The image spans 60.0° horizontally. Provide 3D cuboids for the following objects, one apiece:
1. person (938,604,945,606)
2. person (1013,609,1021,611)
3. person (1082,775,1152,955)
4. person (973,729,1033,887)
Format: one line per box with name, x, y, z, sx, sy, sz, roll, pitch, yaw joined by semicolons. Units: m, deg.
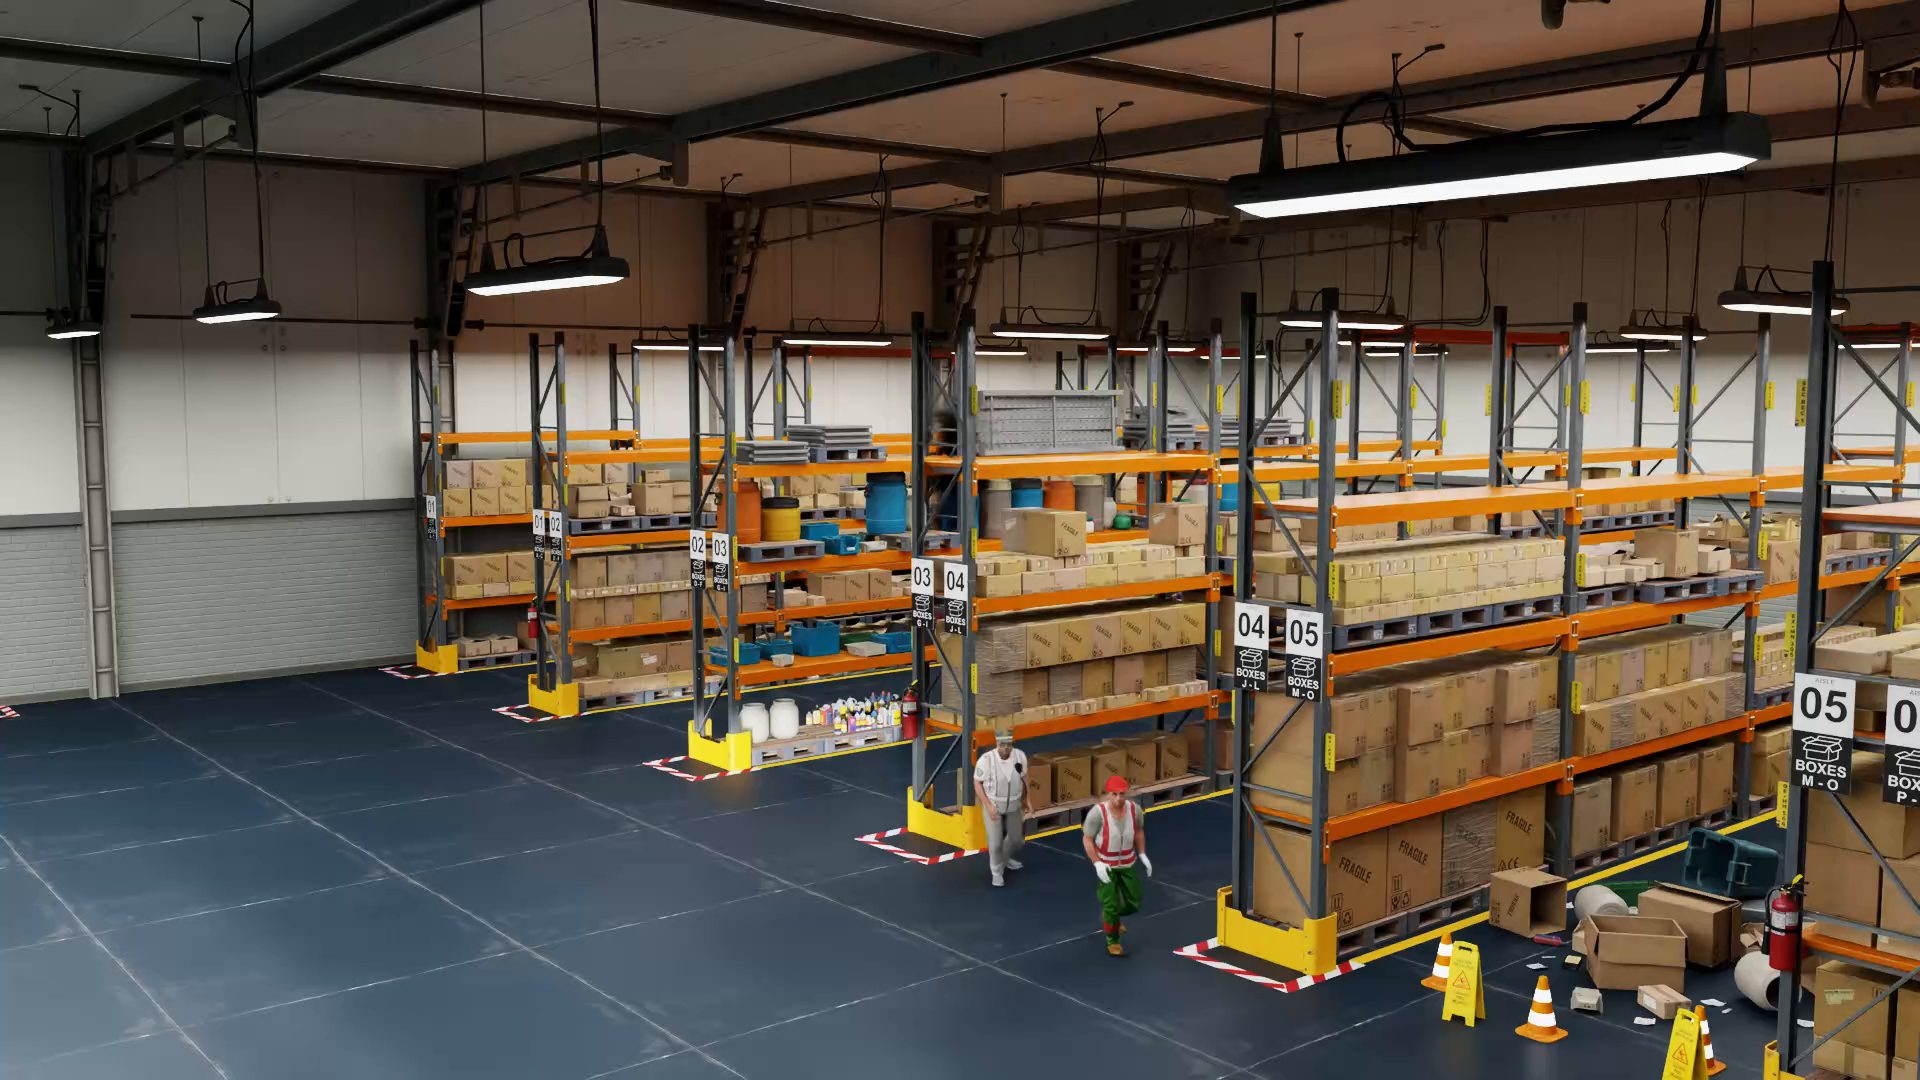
person;-0.294;1.136;34.093;0.832;1.811;0.658;-4;7;-36
person;0.941;1.490;30.054;0.855;1.693;0.624;-5;7;-45
person;1.382;2.922;15.091;0.649;1.711;0.780;-2;6;-16
person;0.426;2.726;17.248;0.675;1.688;0.767;-2;6;-19
